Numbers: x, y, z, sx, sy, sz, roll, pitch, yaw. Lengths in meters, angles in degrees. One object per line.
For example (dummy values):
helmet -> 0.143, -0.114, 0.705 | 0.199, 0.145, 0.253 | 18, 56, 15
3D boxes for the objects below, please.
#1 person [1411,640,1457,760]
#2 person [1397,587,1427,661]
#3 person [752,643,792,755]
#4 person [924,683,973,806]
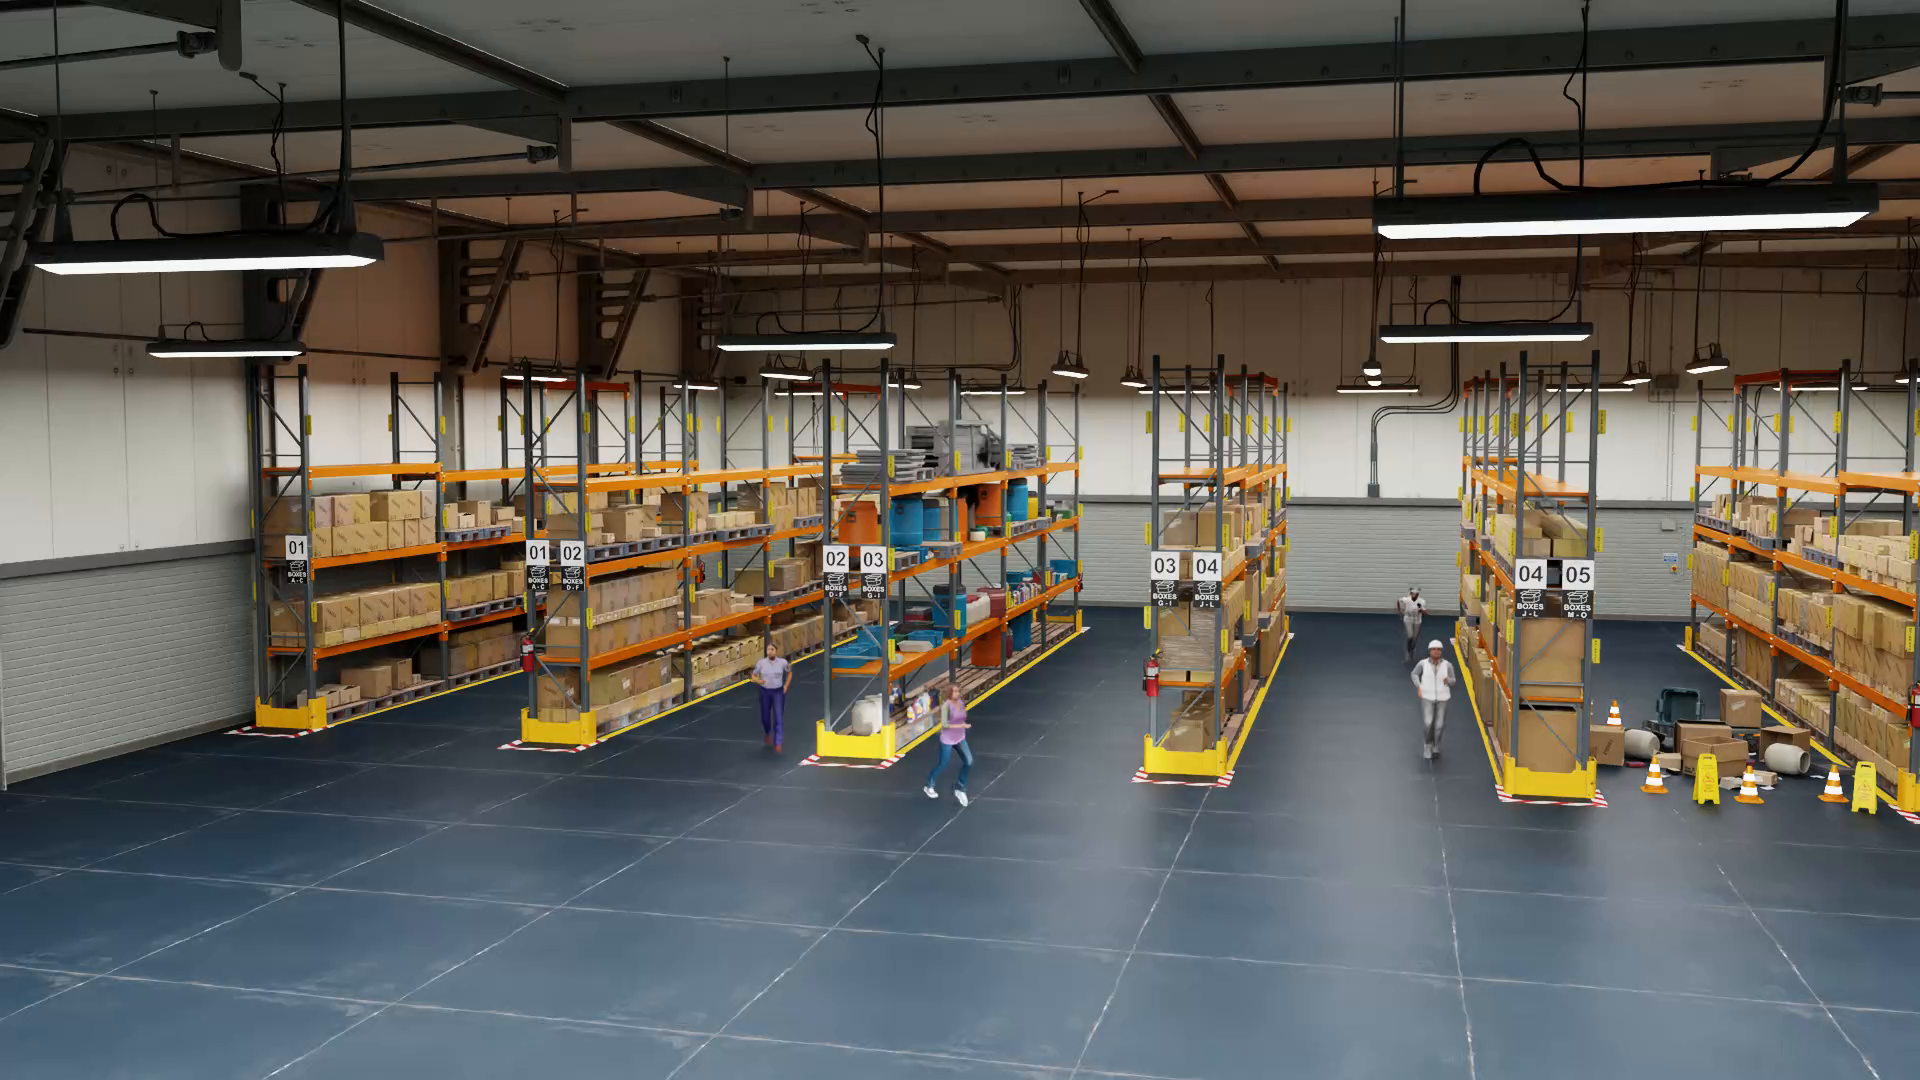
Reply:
person -> 7.121, 2.408, 24.957 | 0.638, 1.803, 0.688 | 1, 4, 8
person -> 9.522, 1.761, 35.025 | 0.564, 1.607, 0.837 | 0, 4, 3
person -> -2.904, 2.425, 25.641 | 0.612, 1.683, 0.783 | 0, 4, 1
person -> -0.108, 2.687, 22.007 | 0.546, 1.619, 0.830 | -4, 5, -42
